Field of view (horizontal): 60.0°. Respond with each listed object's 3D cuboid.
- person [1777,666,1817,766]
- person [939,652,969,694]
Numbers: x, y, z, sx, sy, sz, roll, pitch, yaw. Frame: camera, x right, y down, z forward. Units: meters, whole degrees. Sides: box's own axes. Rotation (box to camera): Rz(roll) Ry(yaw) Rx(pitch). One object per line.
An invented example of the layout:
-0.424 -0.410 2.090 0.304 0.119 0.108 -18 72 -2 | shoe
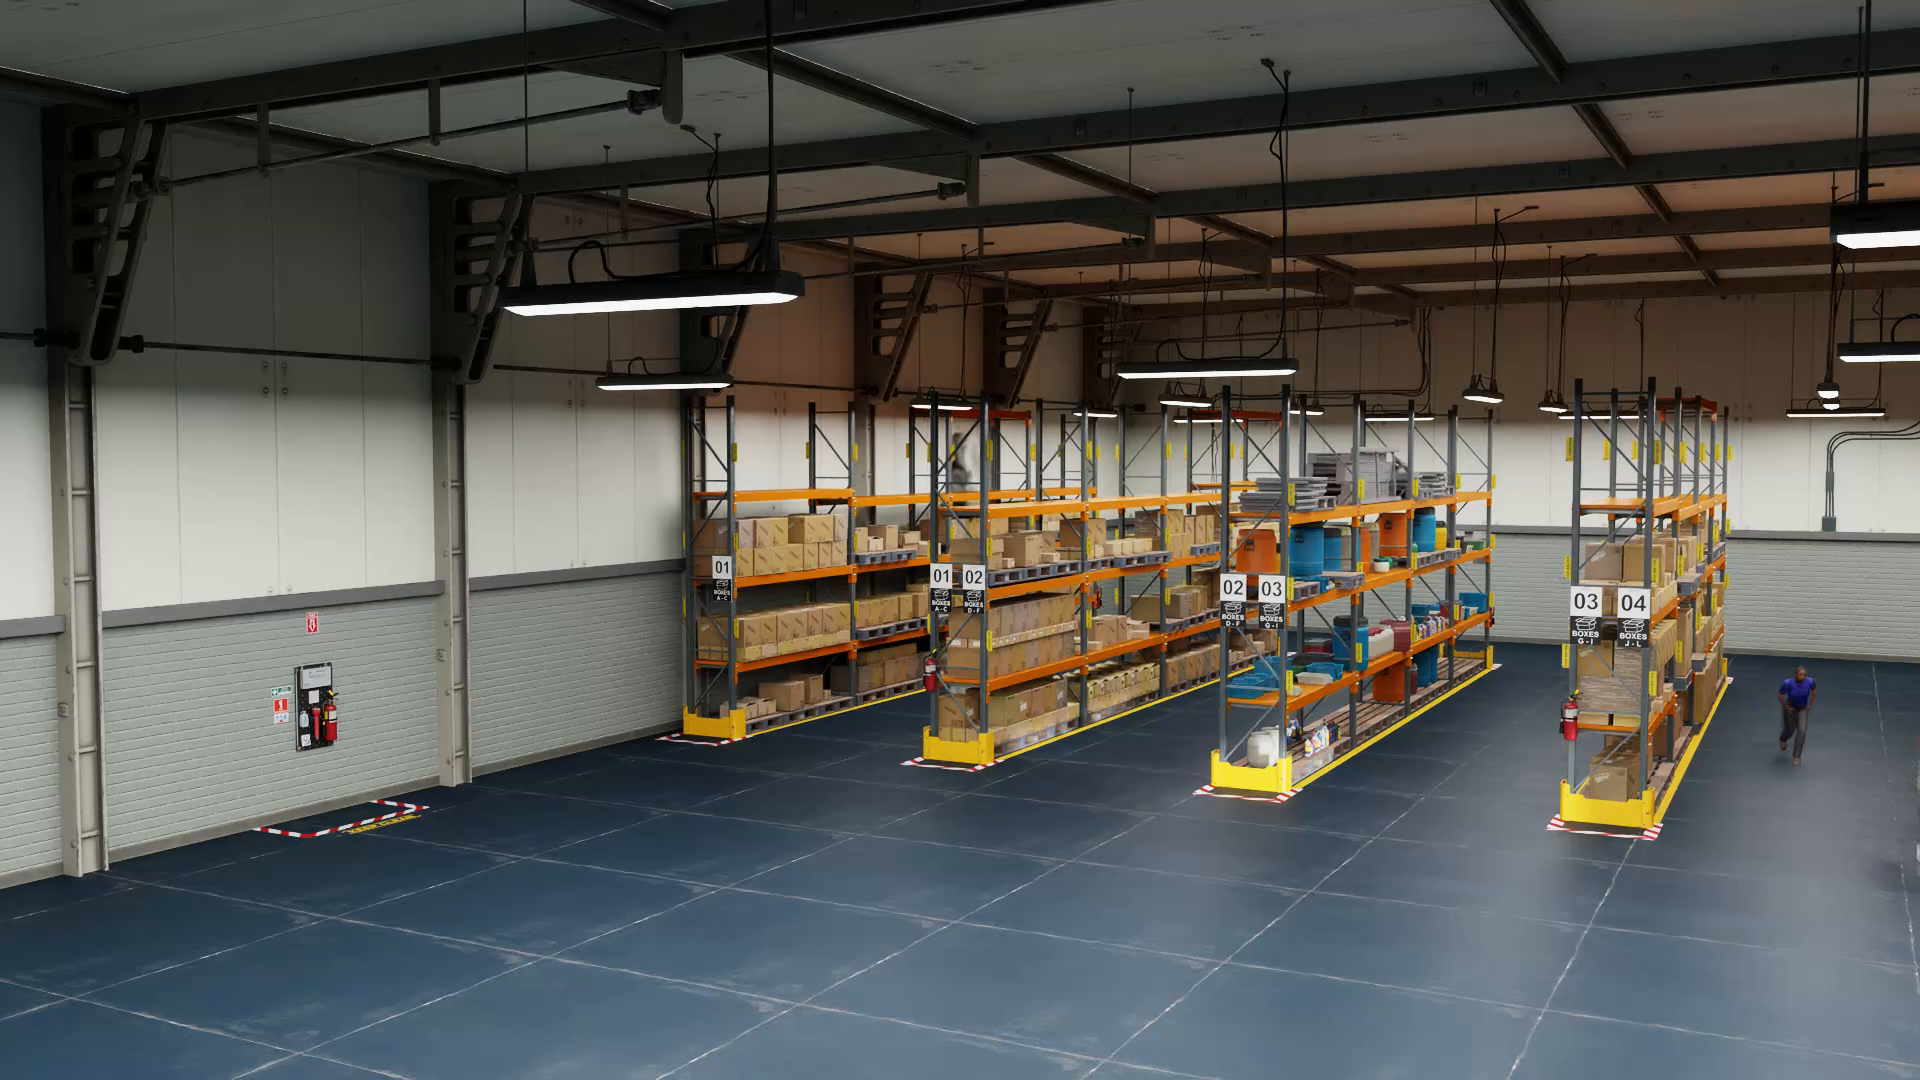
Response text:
13.557 2.811 27.027 0.601 1.615 0.956 0 3 7 | person
-0.079 2.610 30.591 0.686 1.584 0.898 0 3 9 | person
